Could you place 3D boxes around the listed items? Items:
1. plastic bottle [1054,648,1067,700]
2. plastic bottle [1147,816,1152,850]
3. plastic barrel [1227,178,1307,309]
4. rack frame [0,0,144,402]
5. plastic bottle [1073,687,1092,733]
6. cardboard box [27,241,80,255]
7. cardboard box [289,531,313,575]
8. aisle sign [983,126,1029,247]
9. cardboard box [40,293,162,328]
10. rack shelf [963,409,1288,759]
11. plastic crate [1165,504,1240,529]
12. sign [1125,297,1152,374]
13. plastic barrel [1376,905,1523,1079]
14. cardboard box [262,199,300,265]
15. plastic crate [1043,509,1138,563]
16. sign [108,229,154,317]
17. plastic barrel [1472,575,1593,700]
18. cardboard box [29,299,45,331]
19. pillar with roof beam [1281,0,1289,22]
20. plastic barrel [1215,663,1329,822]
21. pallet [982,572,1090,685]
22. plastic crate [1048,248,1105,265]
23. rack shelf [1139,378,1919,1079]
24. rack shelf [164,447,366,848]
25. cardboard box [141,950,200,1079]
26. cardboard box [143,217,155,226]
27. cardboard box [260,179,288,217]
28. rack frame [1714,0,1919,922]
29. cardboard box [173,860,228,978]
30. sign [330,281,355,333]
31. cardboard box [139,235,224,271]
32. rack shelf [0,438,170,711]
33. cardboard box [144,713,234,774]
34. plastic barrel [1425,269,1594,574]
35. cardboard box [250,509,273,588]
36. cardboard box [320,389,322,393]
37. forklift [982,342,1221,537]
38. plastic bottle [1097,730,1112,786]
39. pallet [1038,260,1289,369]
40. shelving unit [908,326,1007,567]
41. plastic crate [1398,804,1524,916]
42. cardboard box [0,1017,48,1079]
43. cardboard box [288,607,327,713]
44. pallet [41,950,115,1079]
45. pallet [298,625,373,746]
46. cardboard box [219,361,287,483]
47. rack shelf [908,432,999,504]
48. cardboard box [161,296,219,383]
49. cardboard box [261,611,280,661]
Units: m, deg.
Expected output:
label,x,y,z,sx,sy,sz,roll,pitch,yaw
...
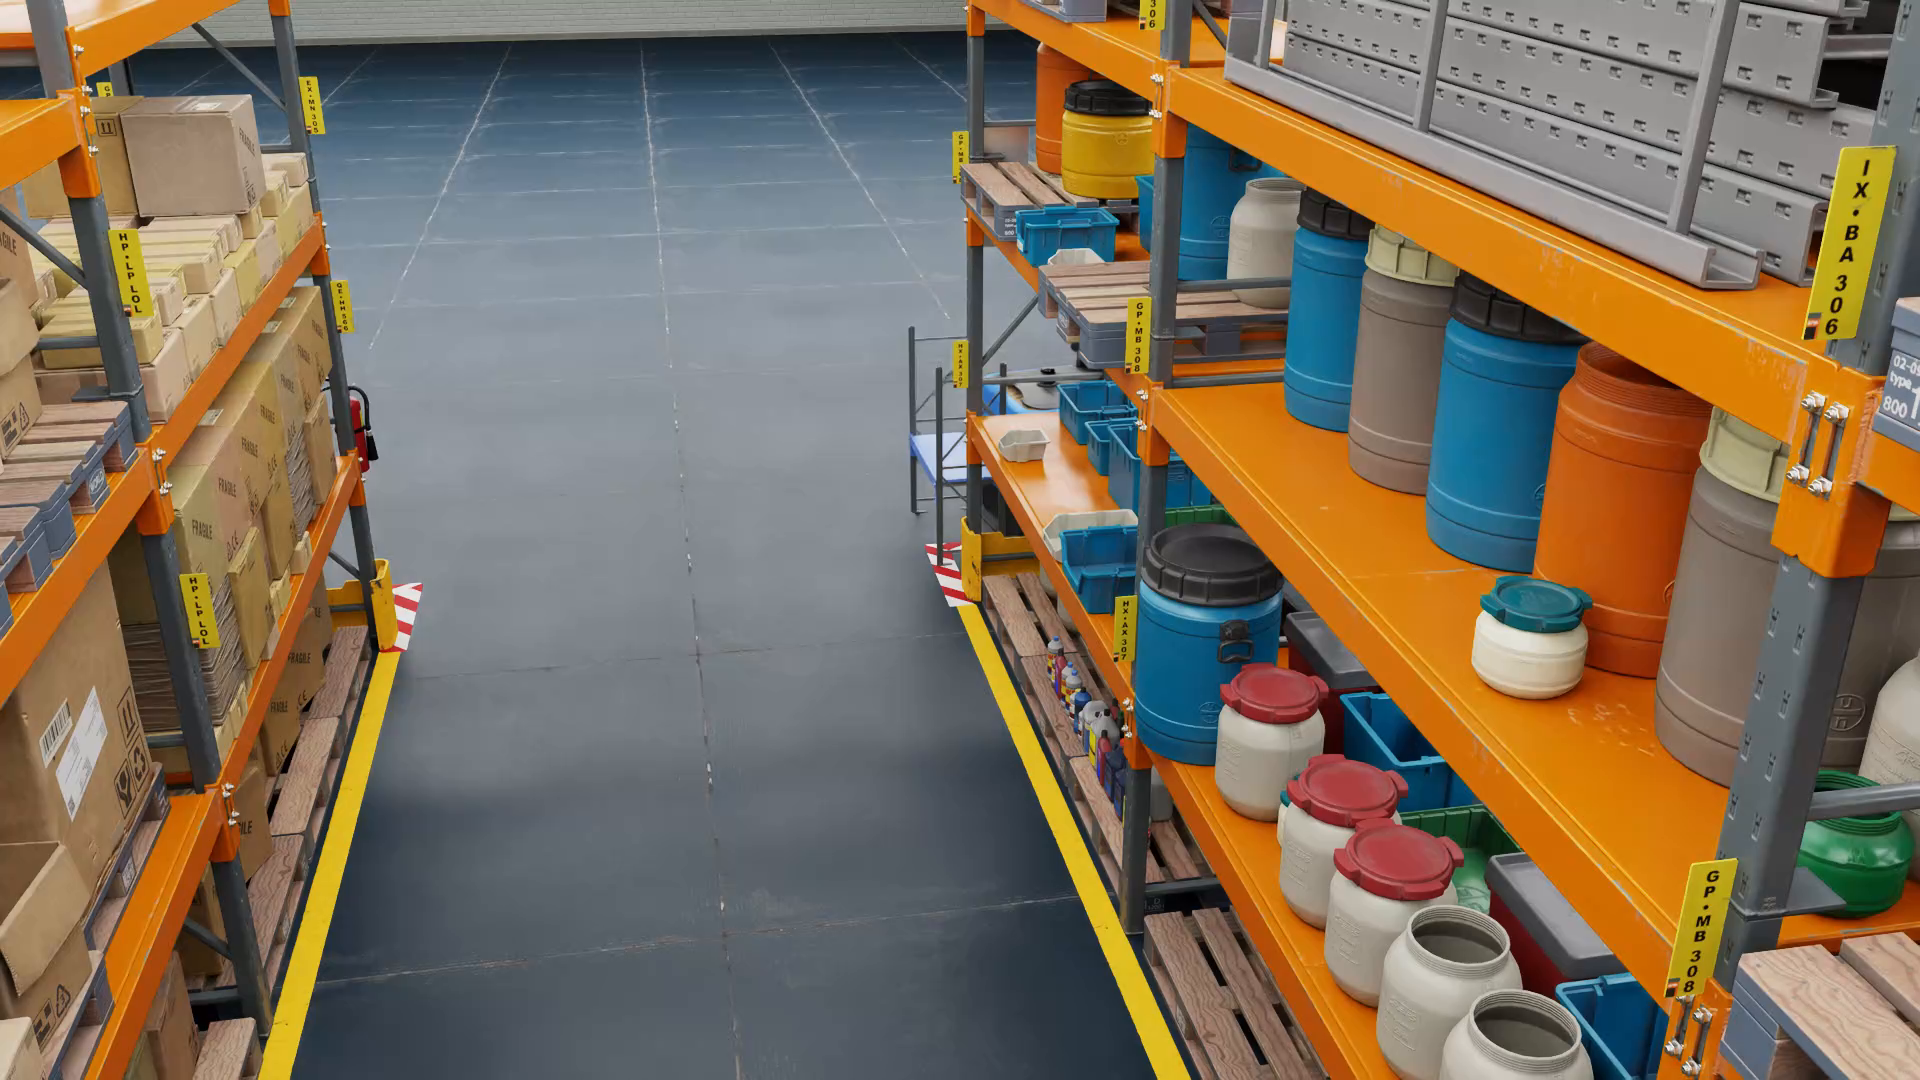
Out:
label,x,y,z,sx,sy,sz,roll,pitch,yaw
plastic bottle,0.599,0.788,9.785,0.061,0.283,0.133,-4,24,-9
plastic bottle,0.912,1.453,8.365,0.097,0.201,0.097,0,24,0
plastic barrel,1.399,-1.311,7.334,0.421,0.512,0.421,0,24,0
rack frame,-3.582,-1.891,5.579,1.000,3.000,0.127,-4,24,-10
plastic bottle,0.694,0.957,9.413,0.097,0.271,0.097,0,24,0
cardboard box,-4.175,-1.255,7.560,0.380,0.149,0.250,-3,24,-7
cardboard box,-3.685,0.079,8.878,0.380,0.149,0.250,-4,24,-10
aisle sign,0.245,-2.280,10.717,0.394,0.787,0.004,-4,24,-10
cardboard box,-3.455,-0.881,6.703,0.380,0.149,0.250,-5,24,-12
rack shelf,0.916,0.035,9.564,1.077,0.370,4.000,-4,24,-10
plastic crate,1.312,0.034,8.932,0.450,0.188,0.662,-4,24,-10
sign,0.743,-0.851,6.934,0.100,0.325,0.005,-4,24,-10
plastic barrel,1.547,1.459,5.264,0.421,0.512,0.421,0,24,0
cardboard box,-3.888,-1.654,8.972,0.500,0.250,0.500,-4,24,-9
plastic crate,0.736,-0.008,9.091,0.530,0.136,0.437,-4,24,-10
sign,-3.037,-0.976,6.095,0.100,0.325,0.005,-4,24,-10
plastic barrel,1.561,0.271,4.550,0.301,0.262,0.301,0,24,0
cardboard box,-3.886,-0.849,6.630,0.380,0.149,0.250,-4,24,-9
pillar with roof beam,2.593,-13.474,32.101,9.100,9.000,0.400,-4,24,-10
plastic barrel,1.247,0.822,6.693,0.433,0.535,0.433,0,24,0
pallet,0.751,0.542,10.987,1.003,0.211,1.213,-4,24,-10
plastic crate,0.592,-1.364,8.449,0.243,0.136,0.396,-4,24,-10
rack shelf,1.656,0.233,5.362,1.077,0.370,4.000,-4,24,-10
rack shelf,-3.952,0.401,8.725,1.077,0.370,4.000,-4,24,-10
cardboard box,-3.489,2.045,6.636,0.700,0.500,0.500,-6,24,-14
cardboard box,-4.356,-1.671,8.512,0.380,0.149,0.250,-4,24,-10
cardboard box,-3.803,-1.810,8.831,0.380,0.149,0.250,-4,24,-9
rack frame,2.025,-0.684,2.816,1.000,3.000,0.127,-4,24,-10
cardboard box,-3.617,1.651,7.563,0.500,0.500,0.500,-5,24,-11
sign,-3.772,-1.424,10.163,0.100,0.325,0.005,-4,24,-10
cardboard box,-3.617,-1.291,7.643,0.380,0.149,0.250,-5,24,-11
rack shelf,-3.212,0.600,4.522,1.077,0.370,4.000,-4,24,-10
cardboard box,-3.326,0.866,7.075,0.380,0.149,0.250,-4,24,-10
plastic barrel,1.835,-0.414,5.319,0.600,0.901,0.708,-4,24,-10
cardboard box,-3.854,0.106,8.006,0.875,0.500,0.500,-4,24,-10
cardboard box,-4.247,-0.679,9.803,0.875,0.500,0.500,-4,24,-10
forklift,1.699,-1.643,12.592,3.031,2.935,1.130,-8,25,-18
plastic bottle,0.777,1.166,8.919,0.061,0.283,0.133,-3,24,-6
pallet,1.056,-1.073,7.690,1.213,0.211,1.003,-4,24,-10
shelving unit,-0.030,-0.721,12.269,0.538,1.500,1.048,-5,24,-11
plastic crate,1.885,1.253,6.141,0.450,0.188,0.662,-4,24,-10
cardboard box,-2.926,1.632,4.672,0.500,0.250,0.500,-5,24,-11
cardboard box,-4.078,0.717,9.701,0.500,0.500,0.500,2,24,4
pallet,-3.248,1.744,4.992,1.003,0.211,1.213,-4,24,-10
pallet,-4.192,0.915,10.134,1.003,0.211,1.213,-4,24,-10
cardboard box,-3.704,-0.567,8.297,0.500,0.500,0.500,-4,24,-10
rack shelf,-0.030,-0.556,12.341,0.538,0.185,1.000,-5,24,-11
cardboard box,-3.516,-0.851,7.134,0.500,0.250,0.500,-5,24,-10
cardboard box,-3.494,0.472,7.978,0.380,0.149,0.250,-4,24,-10
